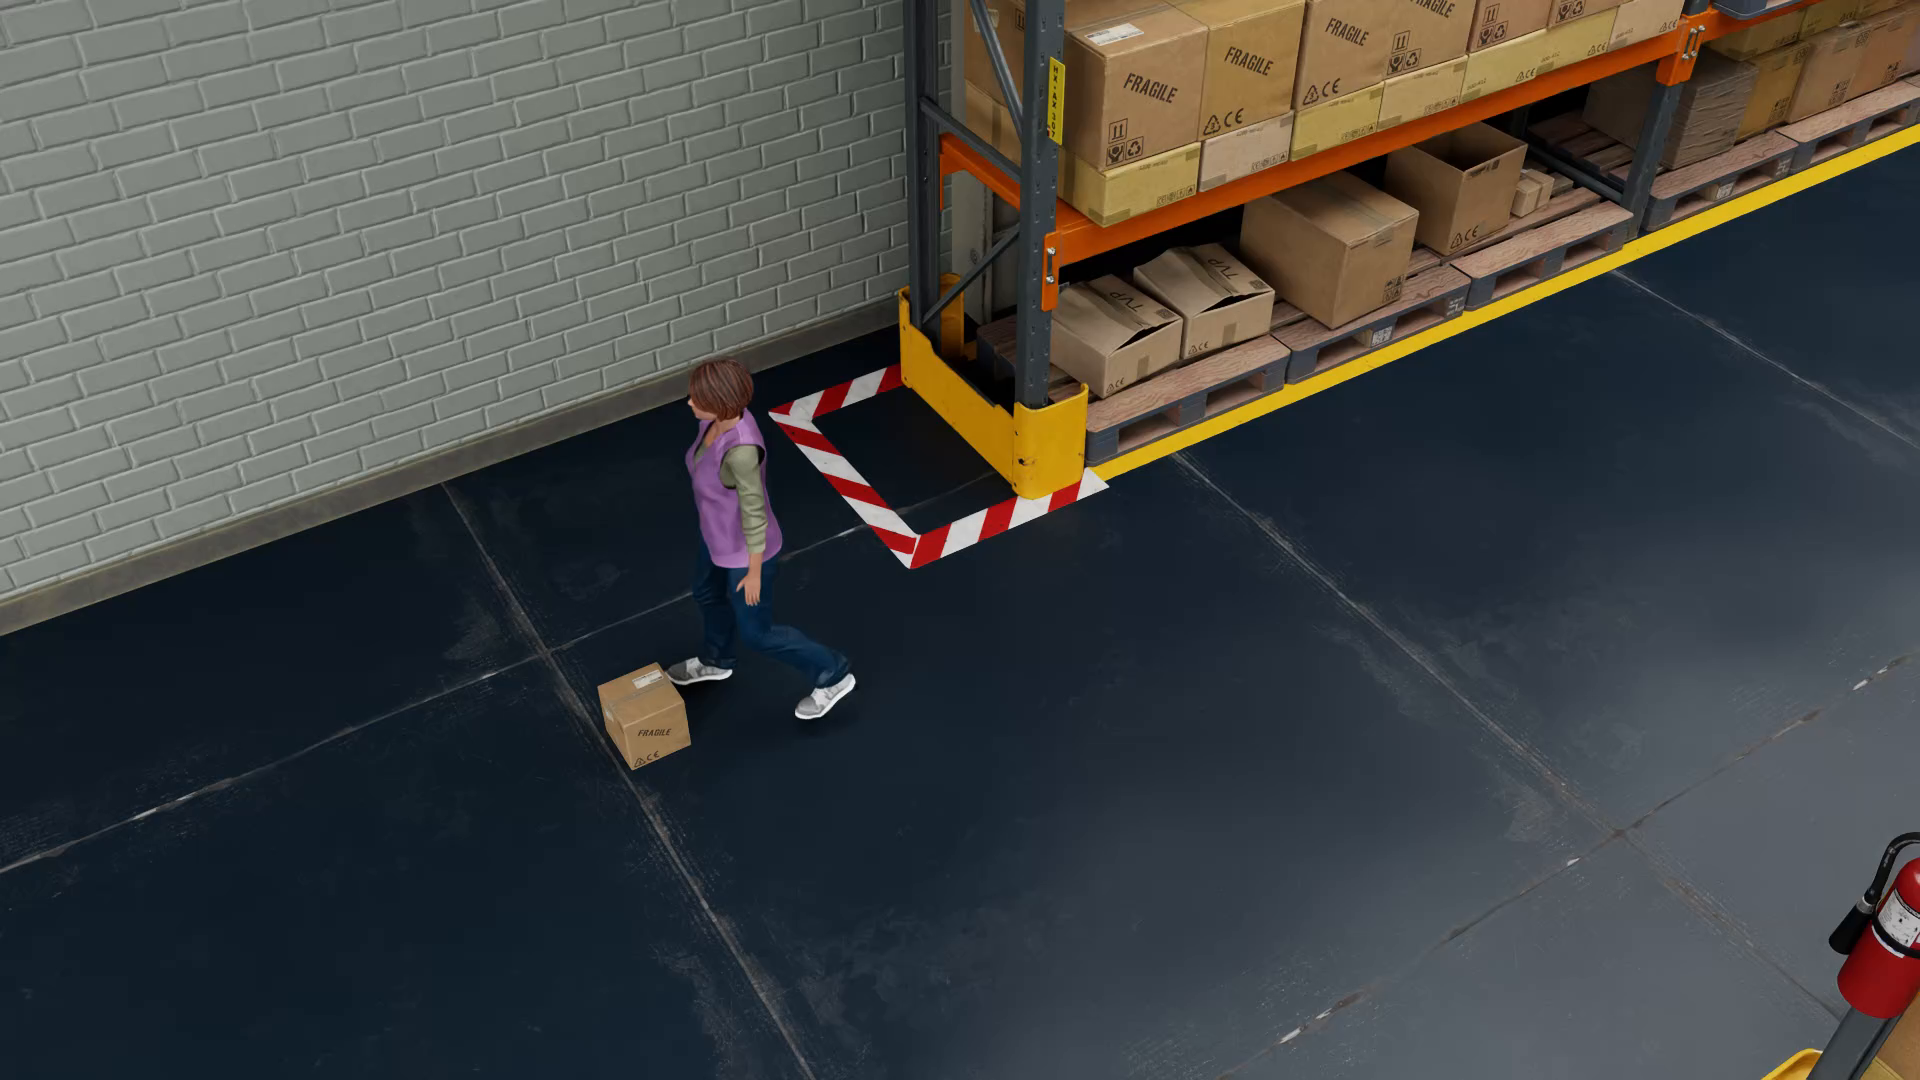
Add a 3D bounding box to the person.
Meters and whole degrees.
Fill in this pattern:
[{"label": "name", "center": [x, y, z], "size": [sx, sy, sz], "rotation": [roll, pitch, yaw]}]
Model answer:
[{"label": "person", "center": [-0.794, 0.025, 6.129], "size": [0.680, 1.579, 0.538], "rotation": [-14, 43, -16]}]
